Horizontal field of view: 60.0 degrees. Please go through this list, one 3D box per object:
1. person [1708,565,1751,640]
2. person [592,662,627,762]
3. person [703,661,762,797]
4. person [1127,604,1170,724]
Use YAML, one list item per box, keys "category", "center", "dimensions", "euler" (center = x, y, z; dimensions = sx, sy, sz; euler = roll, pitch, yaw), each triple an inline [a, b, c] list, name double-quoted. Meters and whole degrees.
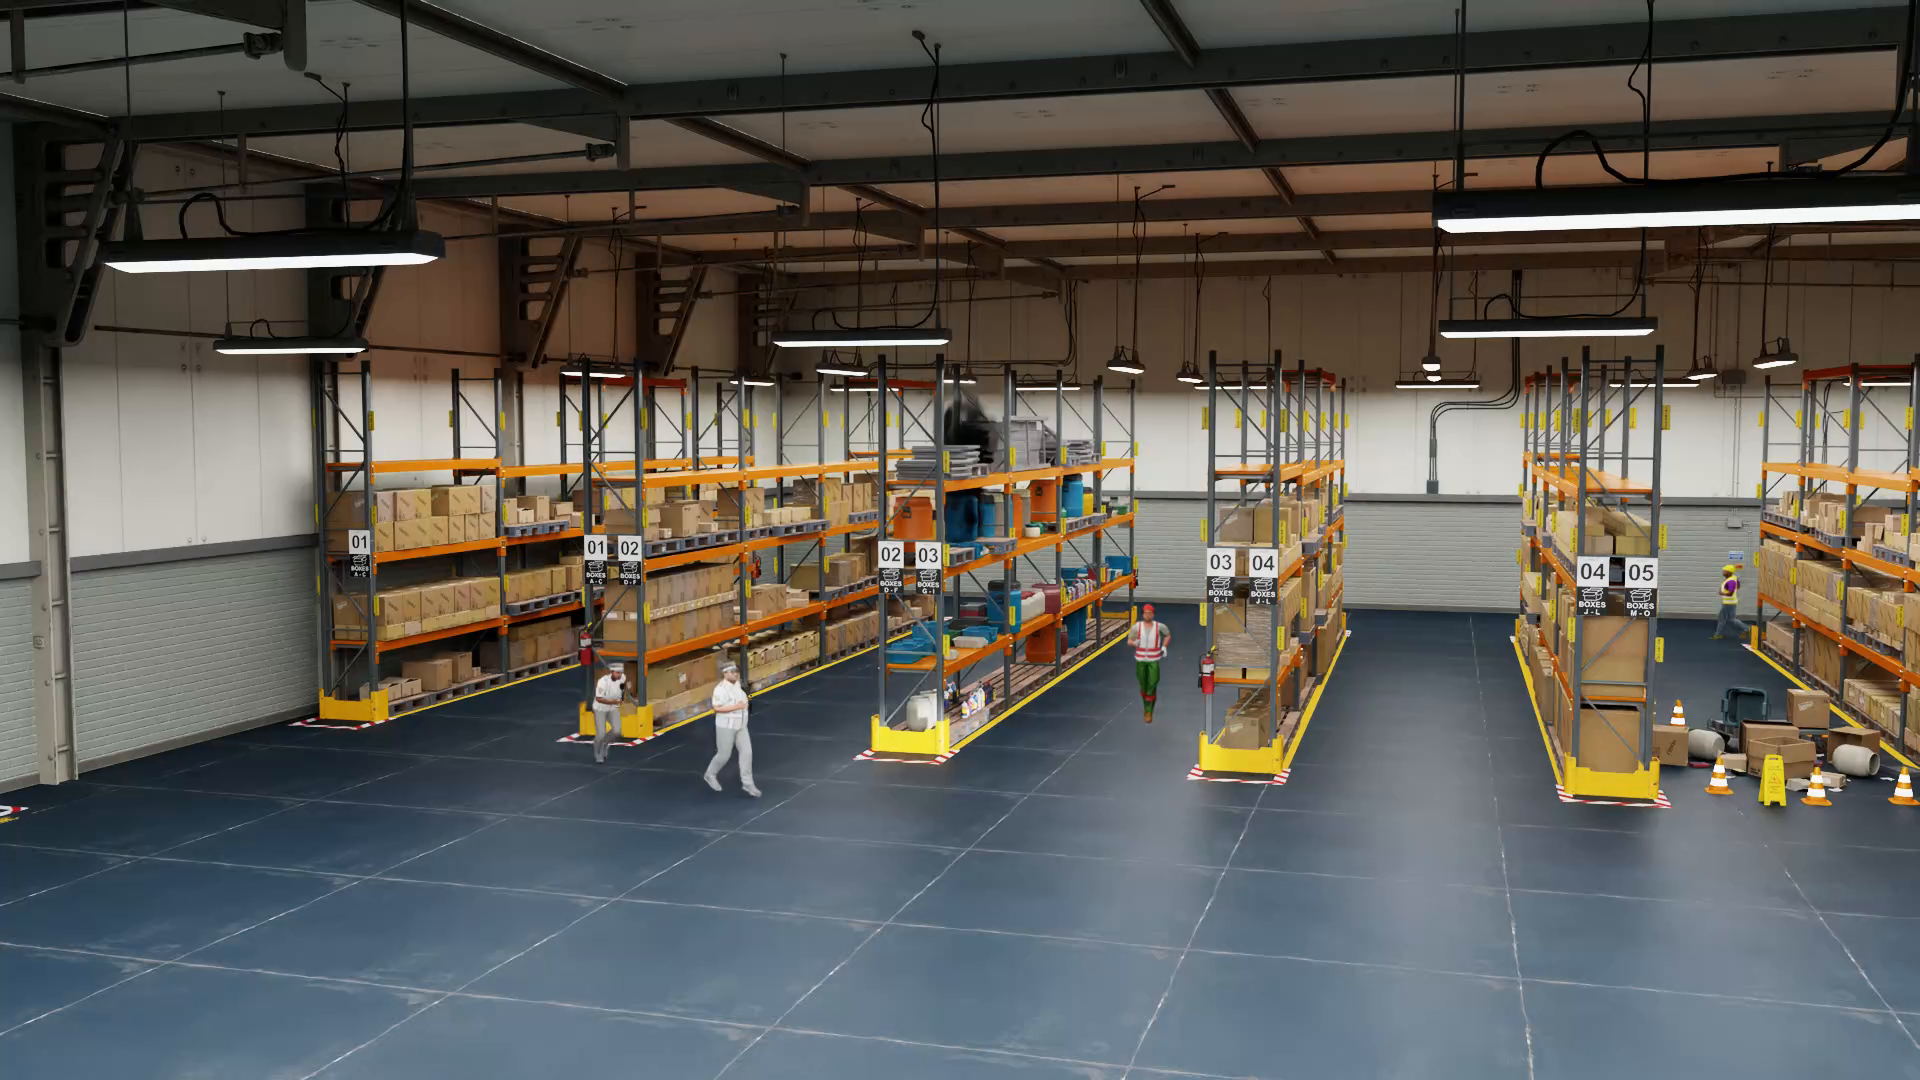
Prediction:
- category: "person"
  center: [17.533, 1.445, 37.809]
  dimensions: [0.912, 1.768, 0.726]
  euler: [2, 4, 22]
- category: "person"
  center: [-5.089, 2.512, 24.338]
  dimensions: [0.600, 1.519, 0.853]
  euler: [-4, 5, -41]
- category: "person"
  center: [-3.054, 2.506, 22.239]
  dimensions: [0.898, 1.805, 0.653]
  euler: [3, 5, 36]
- category: "person"
  center: [2.945, 1.924, 26.126]
  dimensions: [0.645, 1.831, 0.842]
  euler: [1, 4, 15]
